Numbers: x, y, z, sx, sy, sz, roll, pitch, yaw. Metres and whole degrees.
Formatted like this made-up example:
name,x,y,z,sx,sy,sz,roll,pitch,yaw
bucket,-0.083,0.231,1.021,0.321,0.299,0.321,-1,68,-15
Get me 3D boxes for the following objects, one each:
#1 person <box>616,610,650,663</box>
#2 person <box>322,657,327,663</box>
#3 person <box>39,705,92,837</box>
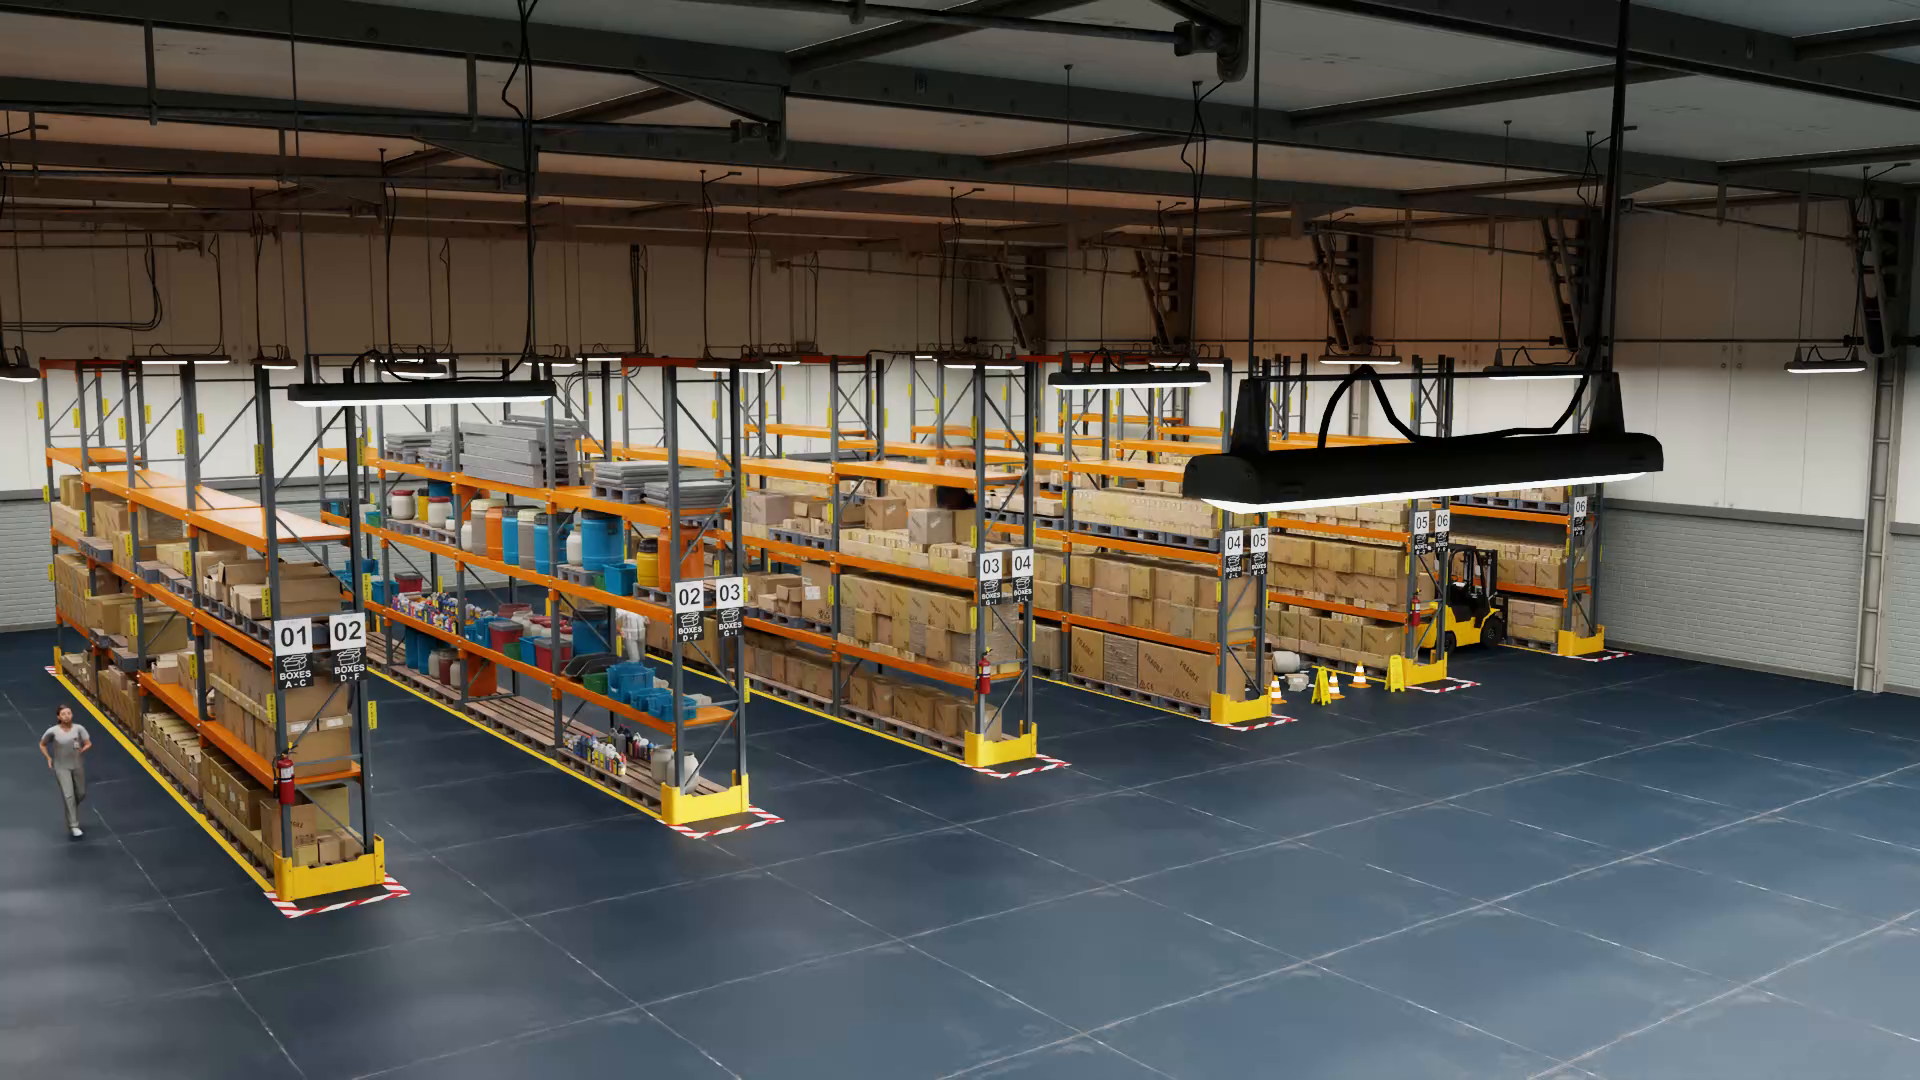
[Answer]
name,x,y,z,sx,sy,sz,roll,pitch,yaw
person,-5.998,1.810,30.558,0.673,1.699,0.944,-6,9,-40
person,-9.983,1.842,27.030,0.636,0.826,0.542,6,9,40
person,-11.501,2.934,21.437,0.575,1.645,0.914,-6,9,-41
